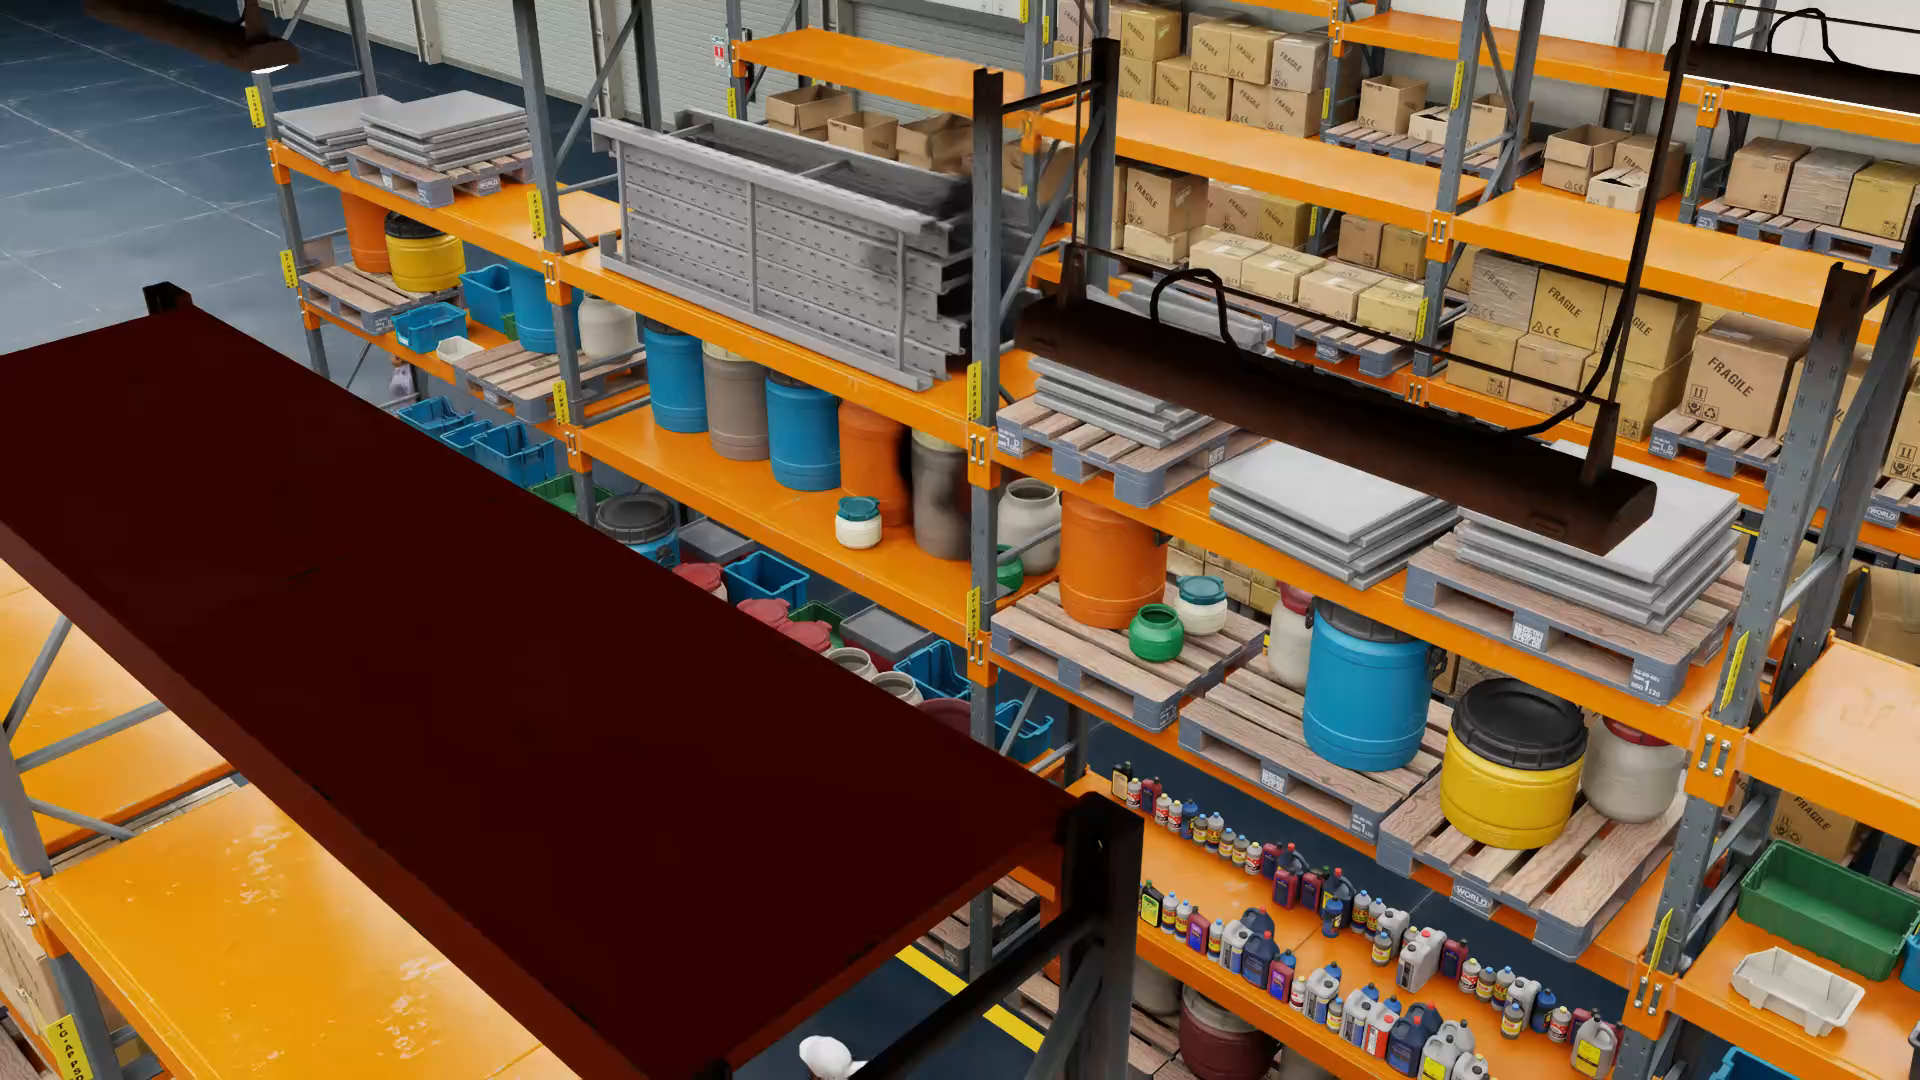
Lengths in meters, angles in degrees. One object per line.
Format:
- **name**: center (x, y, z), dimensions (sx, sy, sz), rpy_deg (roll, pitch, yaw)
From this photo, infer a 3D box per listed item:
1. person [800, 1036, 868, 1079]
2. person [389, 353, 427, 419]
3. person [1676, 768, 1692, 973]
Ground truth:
- **person**: center (-0.566, 3.289, 8.658), dimensions (0.660, 1.718, 0.693), rpy_deg (18, 34, 28)
- **person**: center (-5.474, -1.255, 16.868), dimensions (0.639, 1.612, 0.651), rpy_deg (-1, 29, -1)
- **person**: center (4.465, 2.144, 10.734), dimensions (0.749, 1.661, 0.584), rpy_deg (18, 34, 29)
